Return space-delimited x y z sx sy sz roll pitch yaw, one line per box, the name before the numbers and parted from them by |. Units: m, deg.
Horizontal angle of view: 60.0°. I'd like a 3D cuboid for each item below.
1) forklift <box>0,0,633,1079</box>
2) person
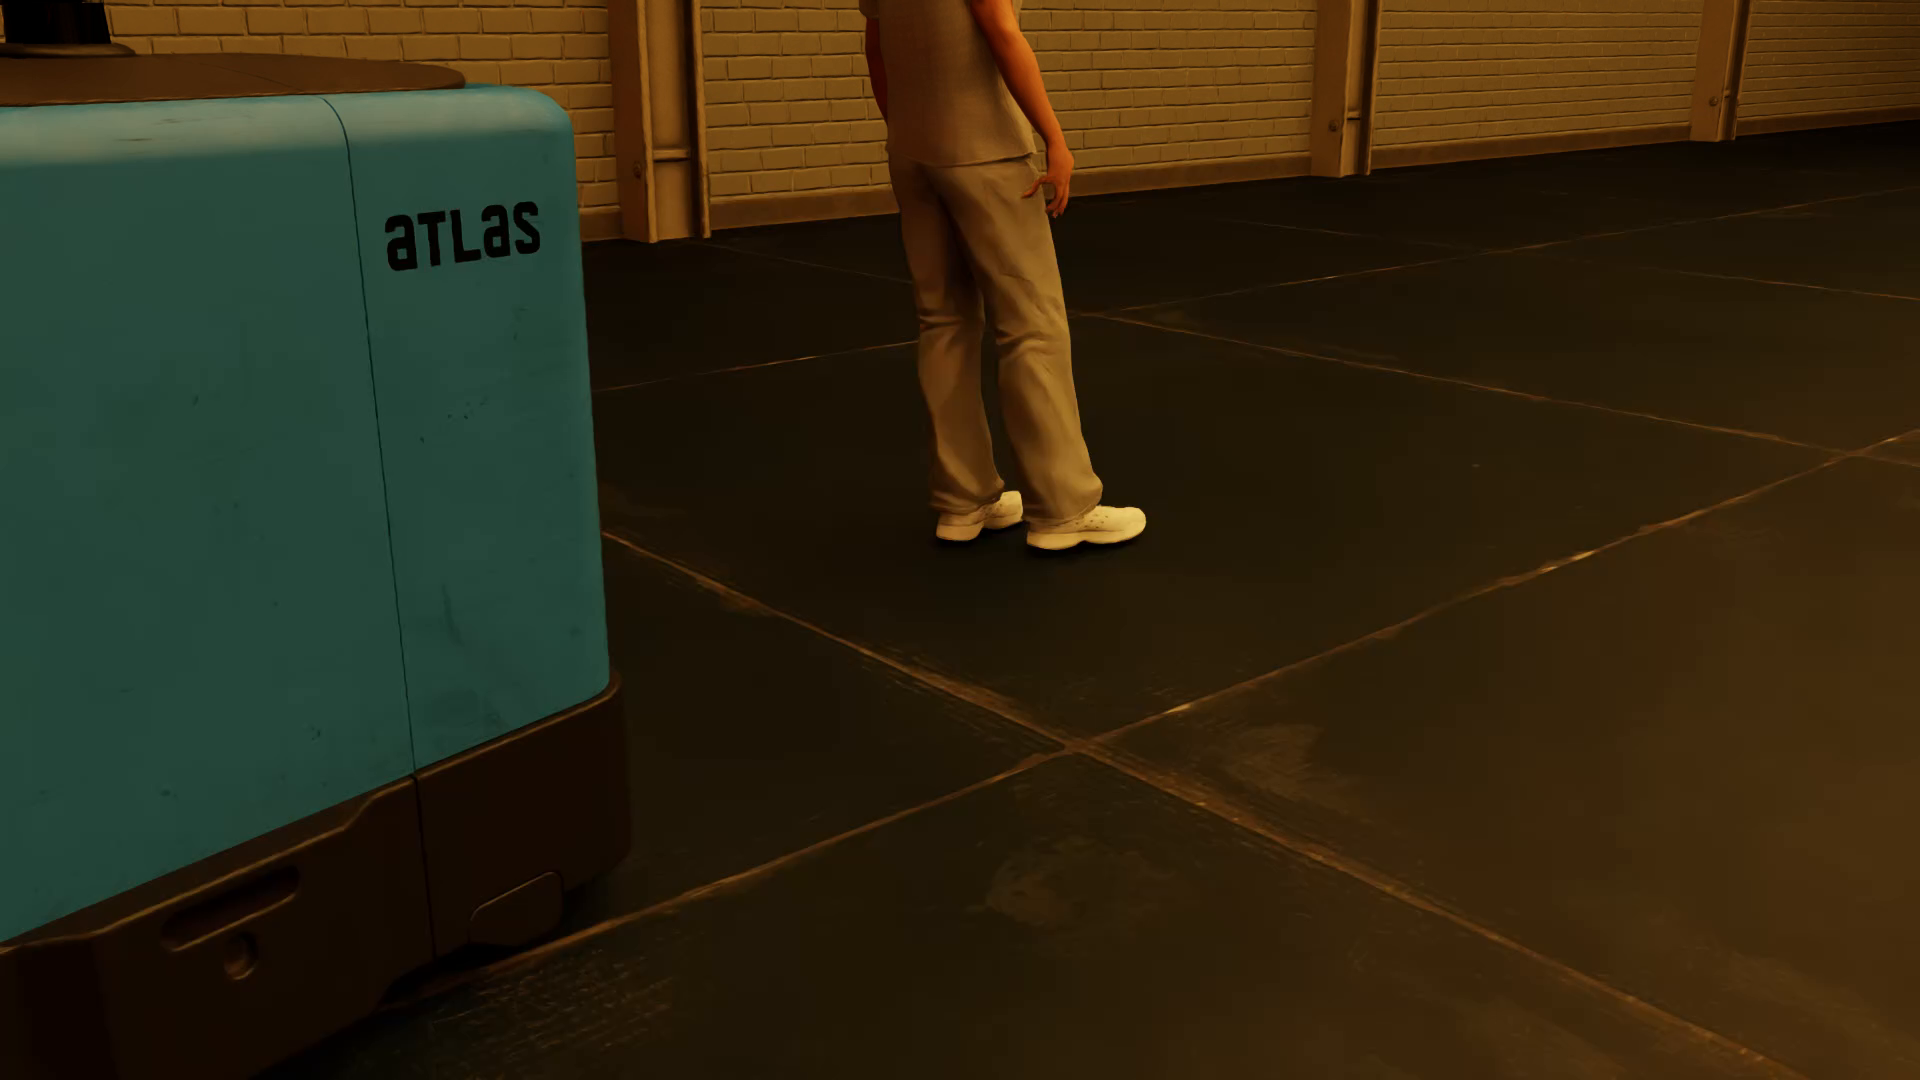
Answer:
forklift | -1.725 -0.645 1.003 1.130 2.935 3.031 12 21 34
person | 0.065 -0.813 3.634 0.548 1.663 0.549 -14 22 -38
